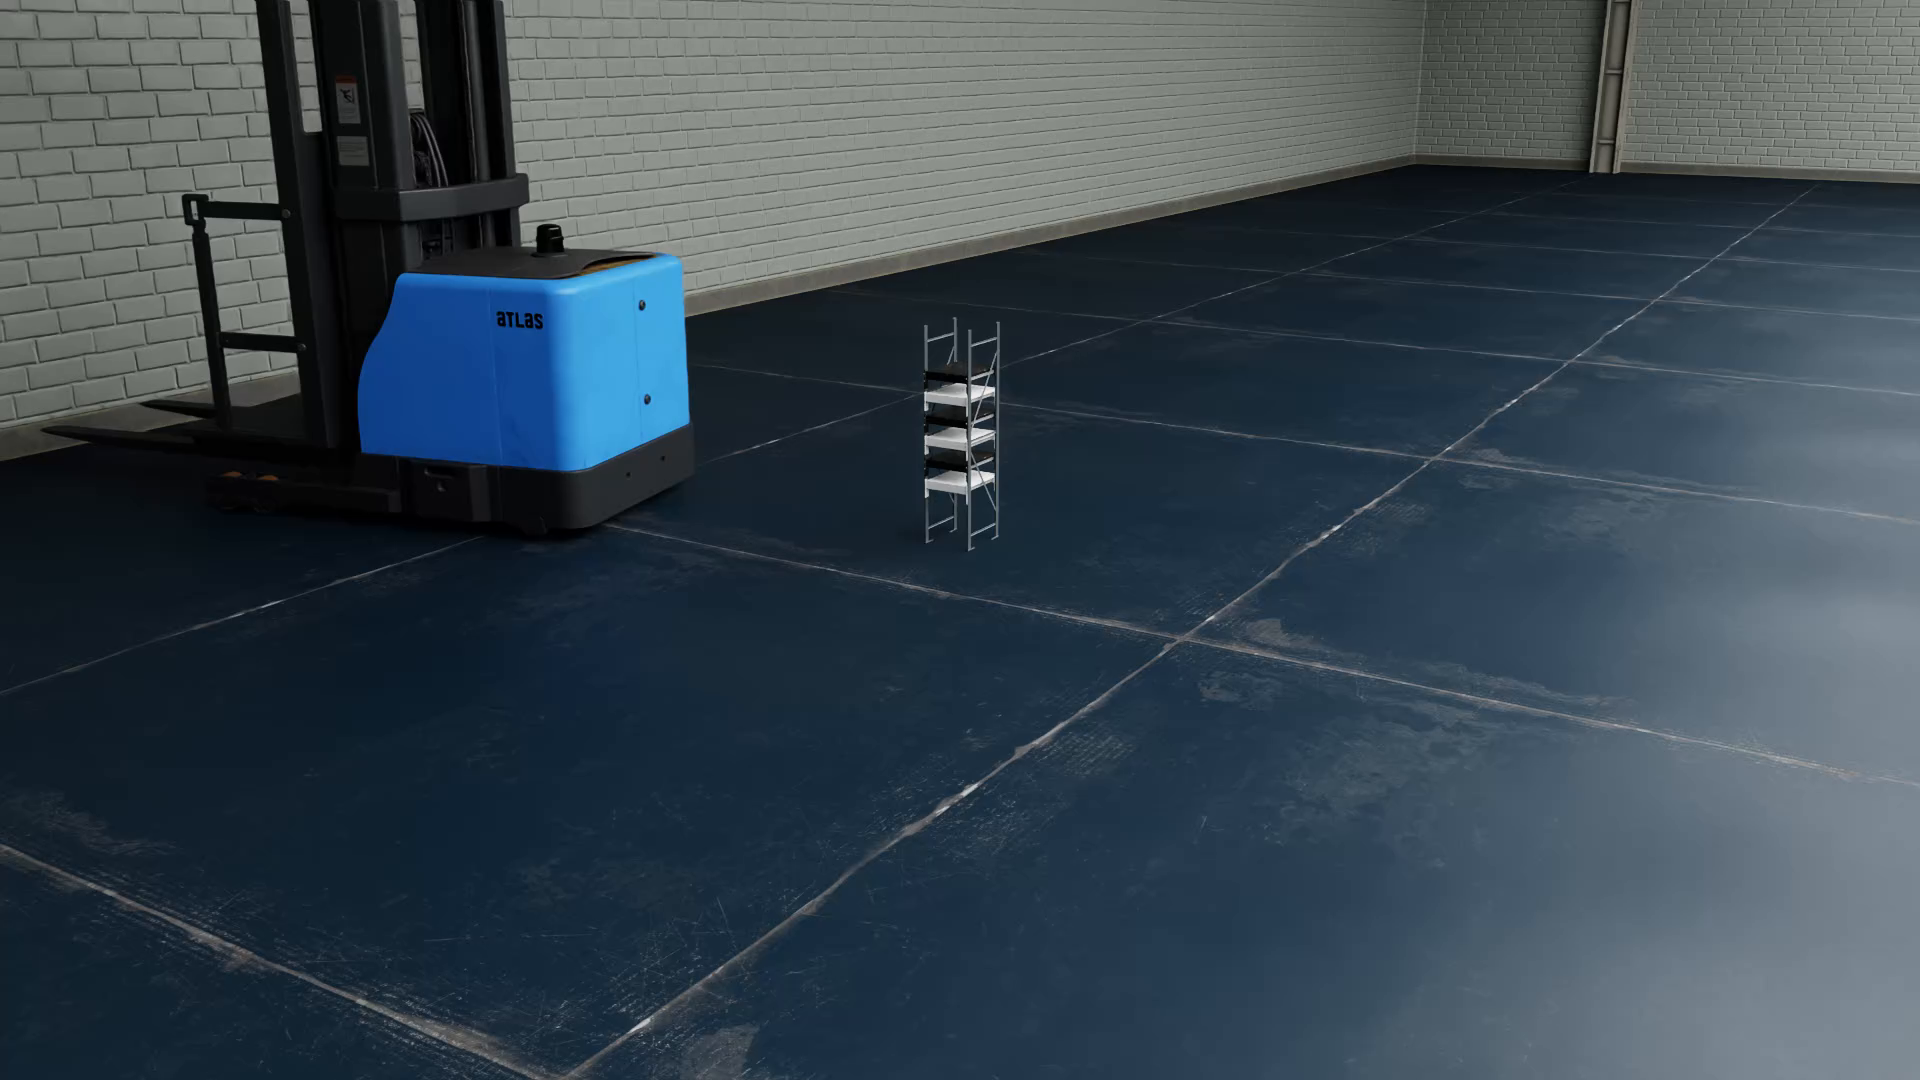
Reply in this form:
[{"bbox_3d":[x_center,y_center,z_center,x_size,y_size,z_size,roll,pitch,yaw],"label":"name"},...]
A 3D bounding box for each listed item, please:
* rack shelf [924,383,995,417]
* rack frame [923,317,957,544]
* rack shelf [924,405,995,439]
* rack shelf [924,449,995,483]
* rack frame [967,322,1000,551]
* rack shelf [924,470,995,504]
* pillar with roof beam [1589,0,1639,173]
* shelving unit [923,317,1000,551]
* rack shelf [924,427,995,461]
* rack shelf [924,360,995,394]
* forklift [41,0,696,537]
[{"bbox_3d":[0.007,-0.570,6.704,0.200,0.077,0.258,10,20,30],"label":"rack shelf"},{"bbox_3d":[-0.080,-0.445,6.797,0.006,0.900,0.240,10,20,30],"label":"rack frame"},{"bbox_3d":[0.007,-0.484,6.730,0.200,0.077,0.258,10,20,30],"label":"rack shelf"},{"bbox_3d":[0.007,-0.311,6.782,0.200,0.077,0.258,10,20,30],"label":"rack shelf"},{"bbox_3d":[0.094,-0.414,6.695,0.006,0.900,0.240,10,20,30],"label":"rack frame"},{"bbox_3d":[0.007,-0.225,6.808,0.200,0.077,0.258,10,20,30],"label":"rack shelf"},{"bbox_3d":[7.568,-8.847,20.524,0.400,9.000,9.100,10,20,30],"label":"pillar with roof beam"},{"bbox_3d":[0.007,-0.429,6.746,0.210,0.900,0.258,10,20,30],"label":"shelving unit"},{"bbox_3d":[0.007,-0.397,6.756,0.200,0.077,0.258,10,20,30],"label":"rack shelf"},{"bbox_3d":[0.007,-0.656,6.678,0.200,0.077,0.258,10,20,30],"label":"rack shelf"},{"bbox_3d":[-2.789,-1.656,7.290,3.031,2.935,1.130,6,18,18],"label":"forklift"}]
